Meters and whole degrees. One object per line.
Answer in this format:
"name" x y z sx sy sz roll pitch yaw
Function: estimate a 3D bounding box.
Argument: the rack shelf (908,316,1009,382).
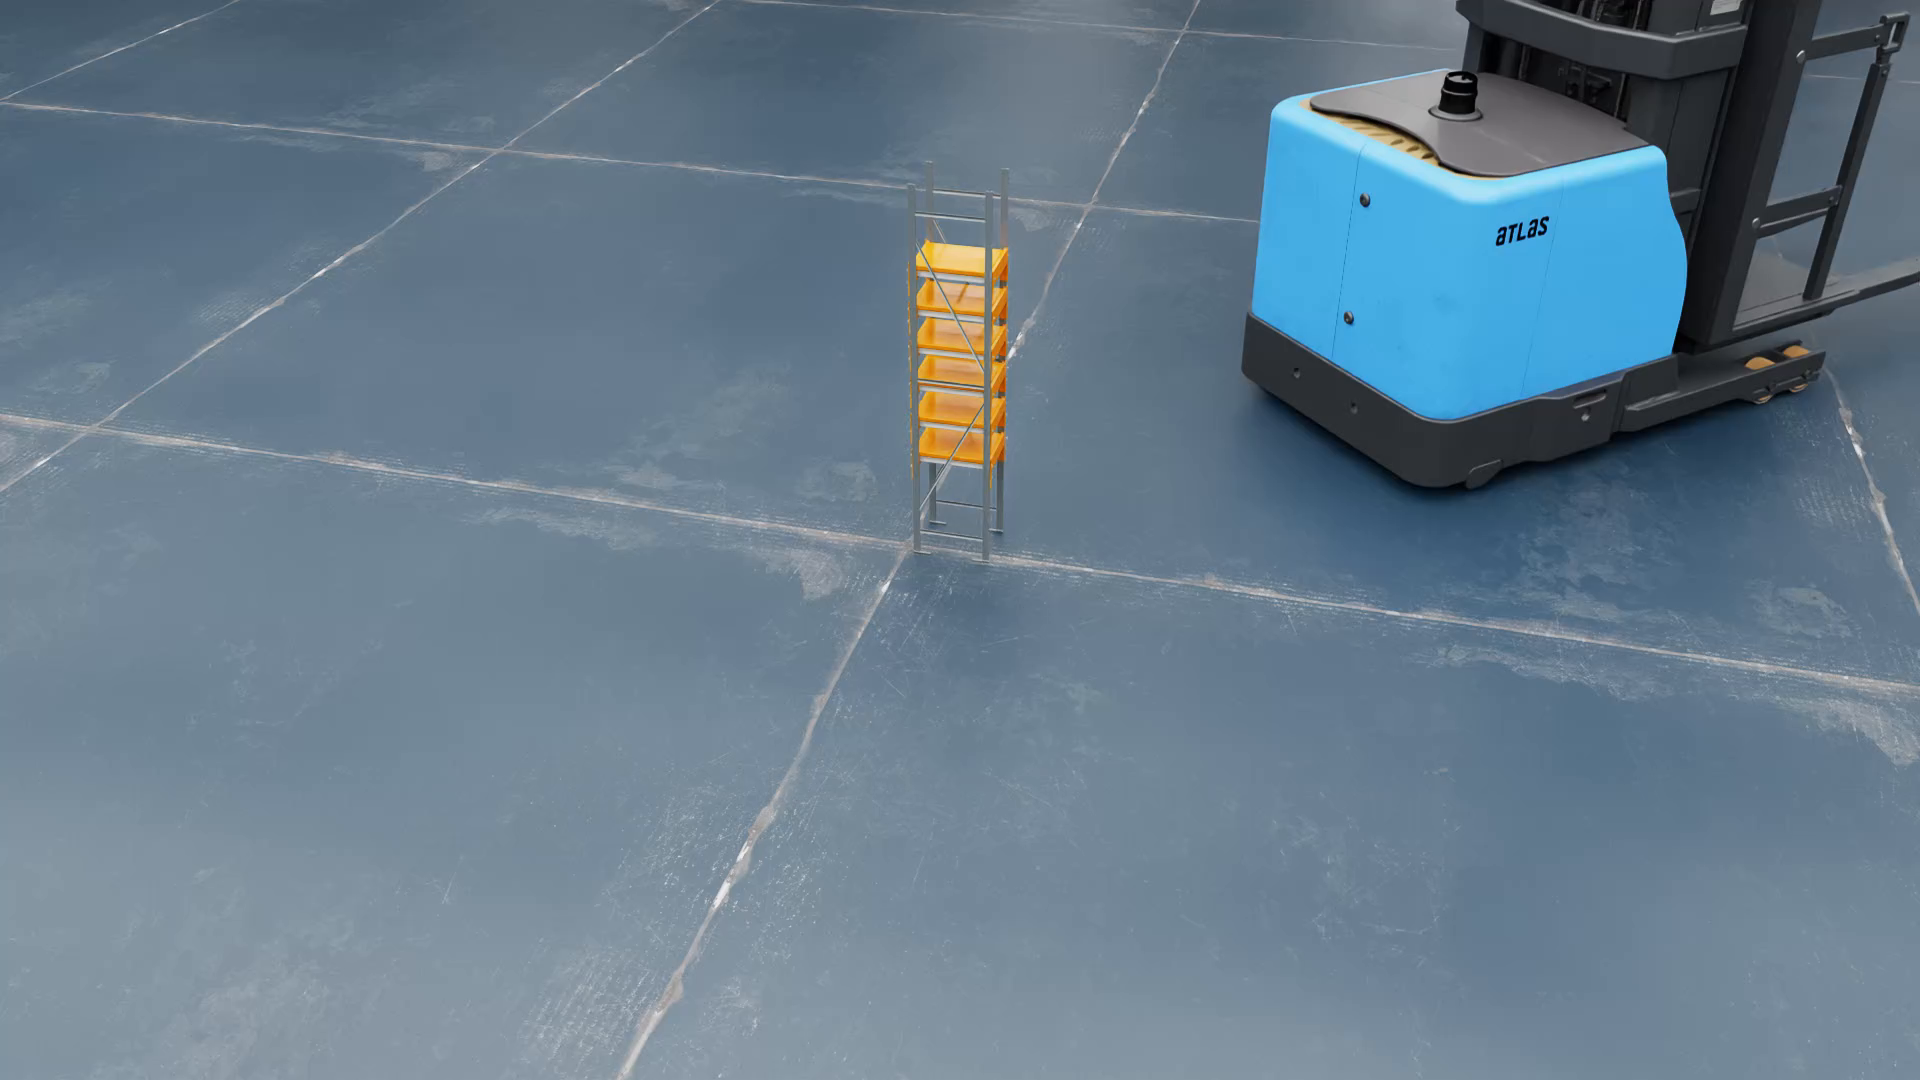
"rack shelf" -0.004 -0.563 4.876 0.258 0.103 0.180 8 33 12

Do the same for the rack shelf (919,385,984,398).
"rack shelf" -0.004 -0.478 4.929 0.199 0.020 0.166 8 33 12

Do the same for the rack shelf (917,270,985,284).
"rack shelf" -0.004 -0.782 4.736 0.199 0.020 0.166 8 33 12

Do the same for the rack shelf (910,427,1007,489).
"rack shelf" -0.004 -0.259 5.069 0.258 0.103 0.180 8 33 12

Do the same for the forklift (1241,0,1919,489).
"forklift" 2.573 -1.924 5.627 3.031 2.843 1.129 -16 36 -24

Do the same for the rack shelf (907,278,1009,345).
"rack shelf" -0.004 -0.664 4.811 0.258 0.103 0.180 8 33 12

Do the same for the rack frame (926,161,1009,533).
"rack frame" 0.020 -0.546 4.991 0.240 1.200 0.006 8 33 12

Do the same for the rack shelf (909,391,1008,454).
"rack shelf" -0.004 -0.360 5.005 0.258 0.103 0.180 8 33 12

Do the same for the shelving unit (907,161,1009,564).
"shelving unit" -0.004 -0.499 4.916 0.258 1.200 0.189 8 33 12

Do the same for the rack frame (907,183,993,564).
"rack frame" -0.027 -0.451 4.842 0.240 1.200 0.006 8 33 12
